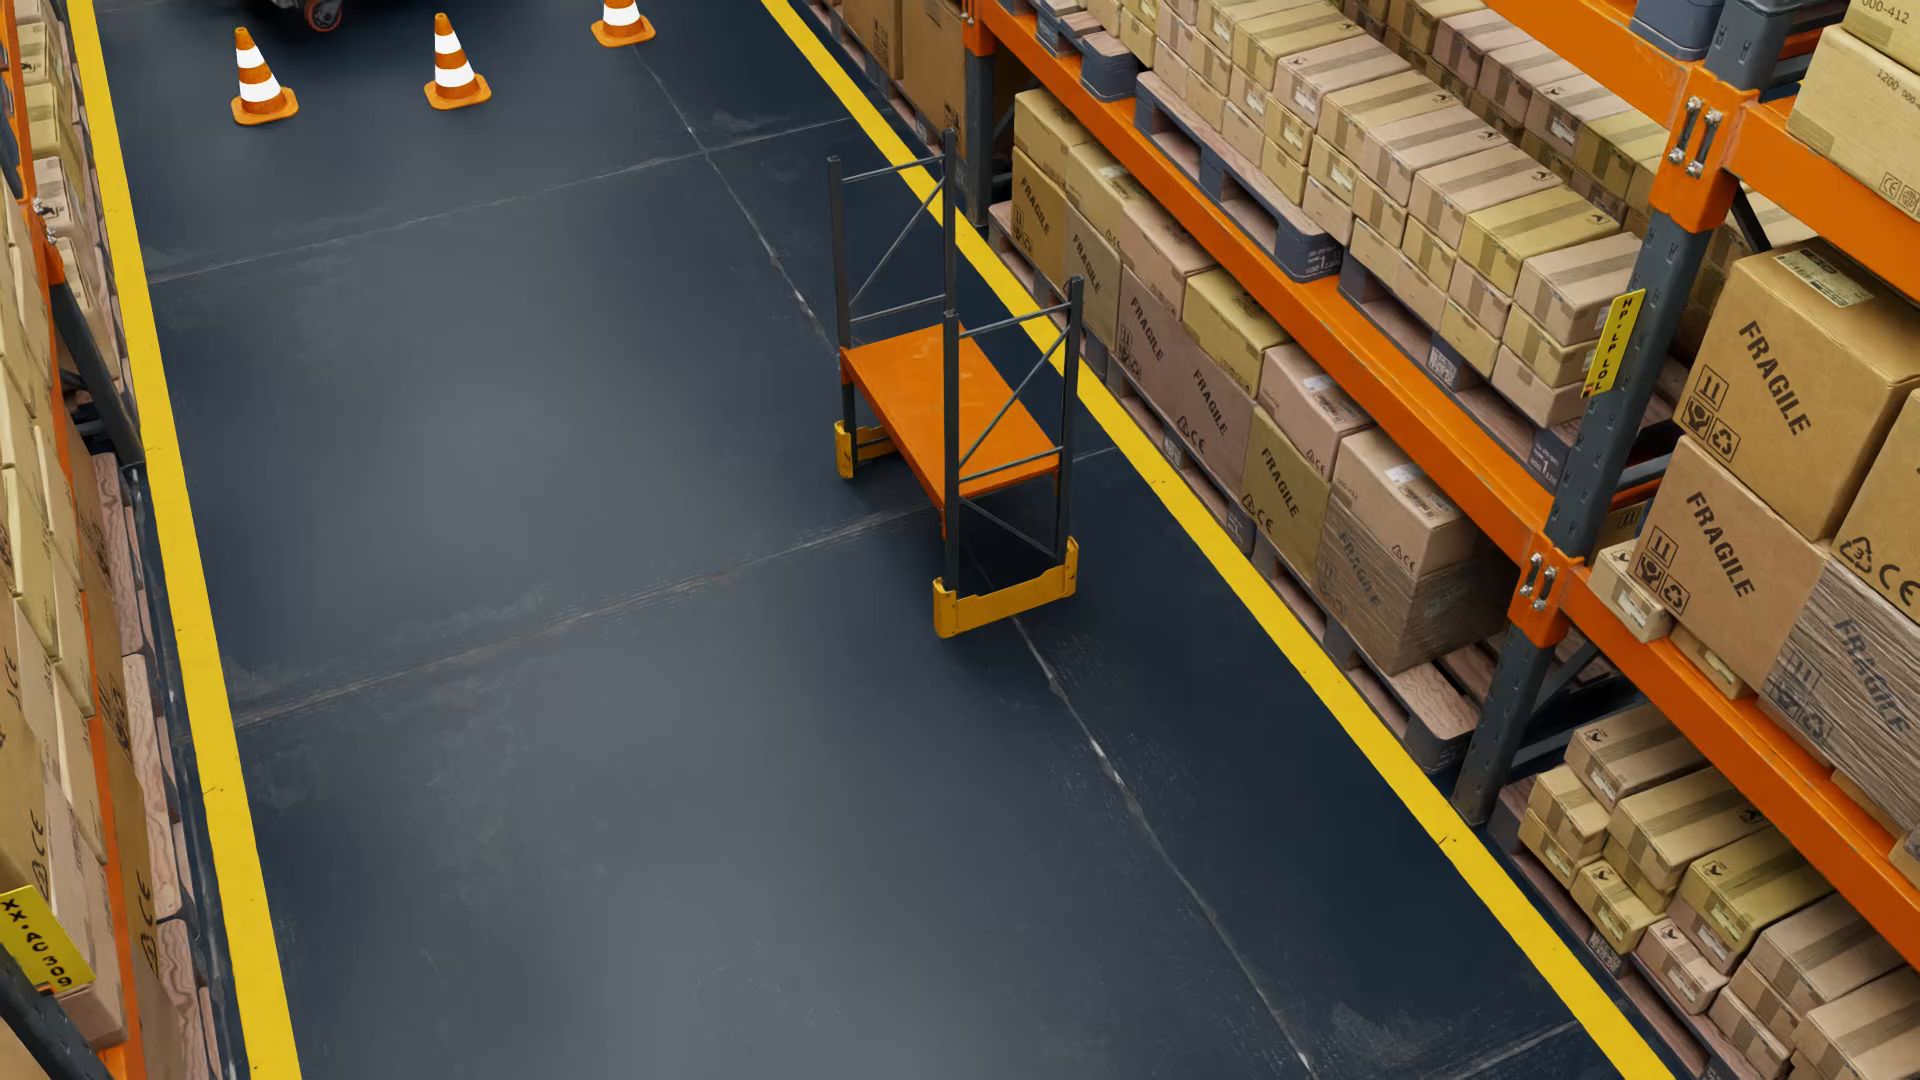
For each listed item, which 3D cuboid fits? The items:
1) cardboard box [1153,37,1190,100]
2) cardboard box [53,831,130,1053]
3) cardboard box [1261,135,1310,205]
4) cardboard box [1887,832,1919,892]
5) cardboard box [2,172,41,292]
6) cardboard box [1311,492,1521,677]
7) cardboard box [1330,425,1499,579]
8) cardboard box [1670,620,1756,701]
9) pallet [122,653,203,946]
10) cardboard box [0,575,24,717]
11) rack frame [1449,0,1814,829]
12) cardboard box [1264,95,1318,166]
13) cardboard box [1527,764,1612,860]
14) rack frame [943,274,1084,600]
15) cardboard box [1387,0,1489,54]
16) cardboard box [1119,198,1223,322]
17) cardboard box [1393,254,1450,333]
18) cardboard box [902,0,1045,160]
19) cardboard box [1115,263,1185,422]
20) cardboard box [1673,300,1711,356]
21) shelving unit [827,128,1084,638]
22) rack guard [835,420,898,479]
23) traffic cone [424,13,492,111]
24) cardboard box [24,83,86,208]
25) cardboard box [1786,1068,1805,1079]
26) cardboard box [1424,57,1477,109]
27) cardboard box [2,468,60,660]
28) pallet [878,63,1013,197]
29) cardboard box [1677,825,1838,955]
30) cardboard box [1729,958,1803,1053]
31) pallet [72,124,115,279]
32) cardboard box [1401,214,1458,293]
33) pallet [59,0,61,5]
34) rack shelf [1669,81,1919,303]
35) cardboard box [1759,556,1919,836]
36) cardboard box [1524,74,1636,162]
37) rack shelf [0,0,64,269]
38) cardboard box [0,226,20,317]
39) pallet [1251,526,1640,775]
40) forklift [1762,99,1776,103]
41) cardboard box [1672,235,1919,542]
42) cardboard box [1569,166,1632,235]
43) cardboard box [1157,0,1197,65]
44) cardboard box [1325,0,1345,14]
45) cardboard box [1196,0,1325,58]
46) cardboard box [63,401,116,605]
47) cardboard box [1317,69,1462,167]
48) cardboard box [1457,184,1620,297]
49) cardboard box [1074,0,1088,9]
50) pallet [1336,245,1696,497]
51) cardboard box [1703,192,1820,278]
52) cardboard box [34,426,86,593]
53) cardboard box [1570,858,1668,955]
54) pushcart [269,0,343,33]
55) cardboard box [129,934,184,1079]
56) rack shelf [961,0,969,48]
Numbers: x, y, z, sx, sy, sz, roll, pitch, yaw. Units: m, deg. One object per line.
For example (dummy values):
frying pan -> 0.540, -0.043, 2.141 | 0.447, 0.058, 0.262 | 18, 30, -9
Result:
cardboard box -> 0.969, -1.840, 6.359 | 0.380, 0.149, 0.250 | -17, 47, -16
cardboard box -> -2.204, 0.963, 3.745 | 0.500, 0.250, 0.500 | -19, 48, -18
cardboard box -> 1.293, -1.343, 5.855 | 0.380, 0.149, 0.250 | -16, 47, -16
cardboard box -> 2.504, 0.760, 4.023 | 0.380, 0.149, 0.250 | -17, 47, -17
cardboard box -> -3.492, -0.982, 5.717 | 0.500, 0.250, 0.500 | -20, 48, -19
cardboard box -> 1.651, 0.084, 6.009 | 0.500, 0.500, 0.500 | -19, 48, -18
cardboard box -> 1.648, -0.185, 5.749 | 0.500, 0.250, 0.500 | -19, 48, -18
cardboard box -> 2.189, 0.251, 4.539 | 0.380, 0.149, 0.250 | -17, 47, -16
pallet -> -3.168, 1.012, 5.574 | 1.003, 0.211, 1.213 | -18, 47, -17
cardboard box -> -2.422, 0.195, 3.634 | 0.500, 0.500, 0.500 | -18, 47, -18
rack frame -> 2.190, -0.259, 4.876 | 1.000, 3.000, 0.127 | -18, 47, -17
cardboard box -> 1.286, -1.459, 5.761 | 0.380, 0.149, 0.250 | -18, 47, -17
cardboard box -> 2.052, 0.826, 5.296 | 0.380, 0.149, 0.250 | -16, 47, -16
rack frame -> 0.178, -0.264, 5.950 | 0.500, 1.500, 0.032 | -18, 47, -17
cardboard box -> 1.781, -1.912, 6.008 | 0.380, 0.149, 0.250 | -17, 47, -16
cardboard box -> 0.988, -1.181, 6.758 | 0.500, 0.250, 0.500 | -18, 47, -17
cardboard box -> 1.631, -0.838, 5.344 | 0.380, 0.149, 0.250 | -18, 47, -18
cardboard box -> 0.334, -2.571, 8.523 | 1.050, 0.750, 0.750 | -19, 48, -18
cardboard box -> 1.009, -0.896, 7.003 | 0.500, 0.500, 0.500 | -19, 48, -18
cardboard box -> 2.442, -0.706, 5.209 | 0.380, 0.149, 0.250 | -20, 48, -19
shelving unit -> -0.032, -0.582, 6.272 | 0.587, 1.500, 1.083 | -18, 47, -17
rack guard -> -0.241, -0.455, 7.033 | 0.587, 0.250, 0.087 | -18, 47, -17
traffic cone -> -2.801, -2.661, 9.118 | 0.336, 0.463, 0.334 | -18, 47, -17
cardboard box -> -4.800, -1.811, 8.022 | 0.950, 0.372, 0.625 | -17, 47, -16
cardboard box -> 2.612, 1.554, 4.770 | 0.380, 0.149, 0.250 | -20, 48, -19
cardboard box -> 1.886, -1.646, 5.951 | 0.380, 0.149, 0.250 | -19, 48, -18
cardboard box -> -2.620, 0.126, 4.237 | 0.500, 0.250, 0.500 | -17, 47, -17
pallet -> 0.245, -2.340, 8.971 | 1.003, 0.211, 1.213 | -18, 47, -17
cardboard box -> 2.360, 1.015, 4.893 | 0.380, 0.149, 0.250 | -19, 48, -18
cardboard box -> 2.486, 1.279, 4.838 | 0.380, 0.149, 0.250 | -20, 48, -19
pallet -> -4.777, -1.564, 8.184 | 1.003, 0.211, 1.213 | -18, 47, -17
cardboard box -> 1.630, -0.946, 5.241 | 0.380, 0.149, 0.250 | -16, 47, -16
pallet -> -5.937, -3.255, 9.899 | 1.003, 0.211, 1.213 | -18, 47, -17
rack shelf -> 3.031, 0.204, 2.784 | 1.077, 0.370, 4.000 | -18, 47, -17
cardboard box -> 2.384, 0.303, 4.024 | 0.500, 0.500, 0.500 | -18, 47, -17
cardboard box -> 2.111, -1.417, 5.507 | 0.380, 0.149, 0.250 | -19, 48, -18
rack shelf -> -4.781, -2.300, 7.457 | 1.077, 0.370, 4.000 | -18, 47, -17
cardboard box -> -3.287, -0.847, 5.223 | 0.500, 0.250, 0.500 | -19, 48, -18
pallet -> 1.862, 0.238, 6.358 | 1.003, 0.211, 1.213 | -18, 47, -17
forklift -> 2.962, -2.704, 7.404 | 3.031, 2.935, 1.130 | -29, 52, -26
cardboard box -> 2.159, -0.396, 4.021 | 0.500, 0.500, 0.500 | -17, 47, -16
cardboard box -> 2.222, -1.140, 5.438 | 0.380, 0.149, 0.250 | -17, 47, -16
cardboard box -> 0.971, -1.945, 6.254 | 0.380, 0.149, 0.250 | -18, 47, -17
cardboard box -> 1.563, -2.138, 6.449 | 0.380, 0.149, 0.250 | -18, 47, -18
cardboard box -> 1.081, -1.891, 5.987 | 0.380, 0.149, 0.250 | -17, 47, -16
cardboard box -> -3.725, -0.210, 6.041 | 0.875, 0.875, 0.875 | -18, 48, -18
cardboard box -> 1.413, -1.390, 5.479 | 0.380, 0.149, 0.250 | -19, 48, -19
cardboard box -> 1.731, -0.900, 4.982 | 0.380, 0.149, 0.250 | -19, 48, -19
cardboard box -> 0.626, -2.352, 6.878 | 0.380, 0.149, 0.250 | -16, 47, -15
pallet -> 2.001, -0.720, 5.481 | 1.003, 0.211, 1.213 | -18, 47, -17
cardboard box -> 2.442, -0.917, 5.000 | 0.380, 0.149, 0.250 | -16, 47, -15
cardboard box -> -2.826, -0.019, 4.741 | 0.500, 0.250, 0.500 | -19, 48, -18
cardboard box -> 2.164, 1.103, 5.227 | 0.380, 0.149, 0.250 | -17, 47, -16
pushcart -> -3.575, -3.602, 10.132 | 1.648, 0.377, 0.936 | -35, 54, -30
cardboard box -> -2.592, 1.503, 4.305 | 0.875, 0.875, 0.875 | -17, 47, -16
rack shelf -> -0.332, -3.826, 9.004 | 1.077, 0.370, 4.000 | -18, 47, -17
